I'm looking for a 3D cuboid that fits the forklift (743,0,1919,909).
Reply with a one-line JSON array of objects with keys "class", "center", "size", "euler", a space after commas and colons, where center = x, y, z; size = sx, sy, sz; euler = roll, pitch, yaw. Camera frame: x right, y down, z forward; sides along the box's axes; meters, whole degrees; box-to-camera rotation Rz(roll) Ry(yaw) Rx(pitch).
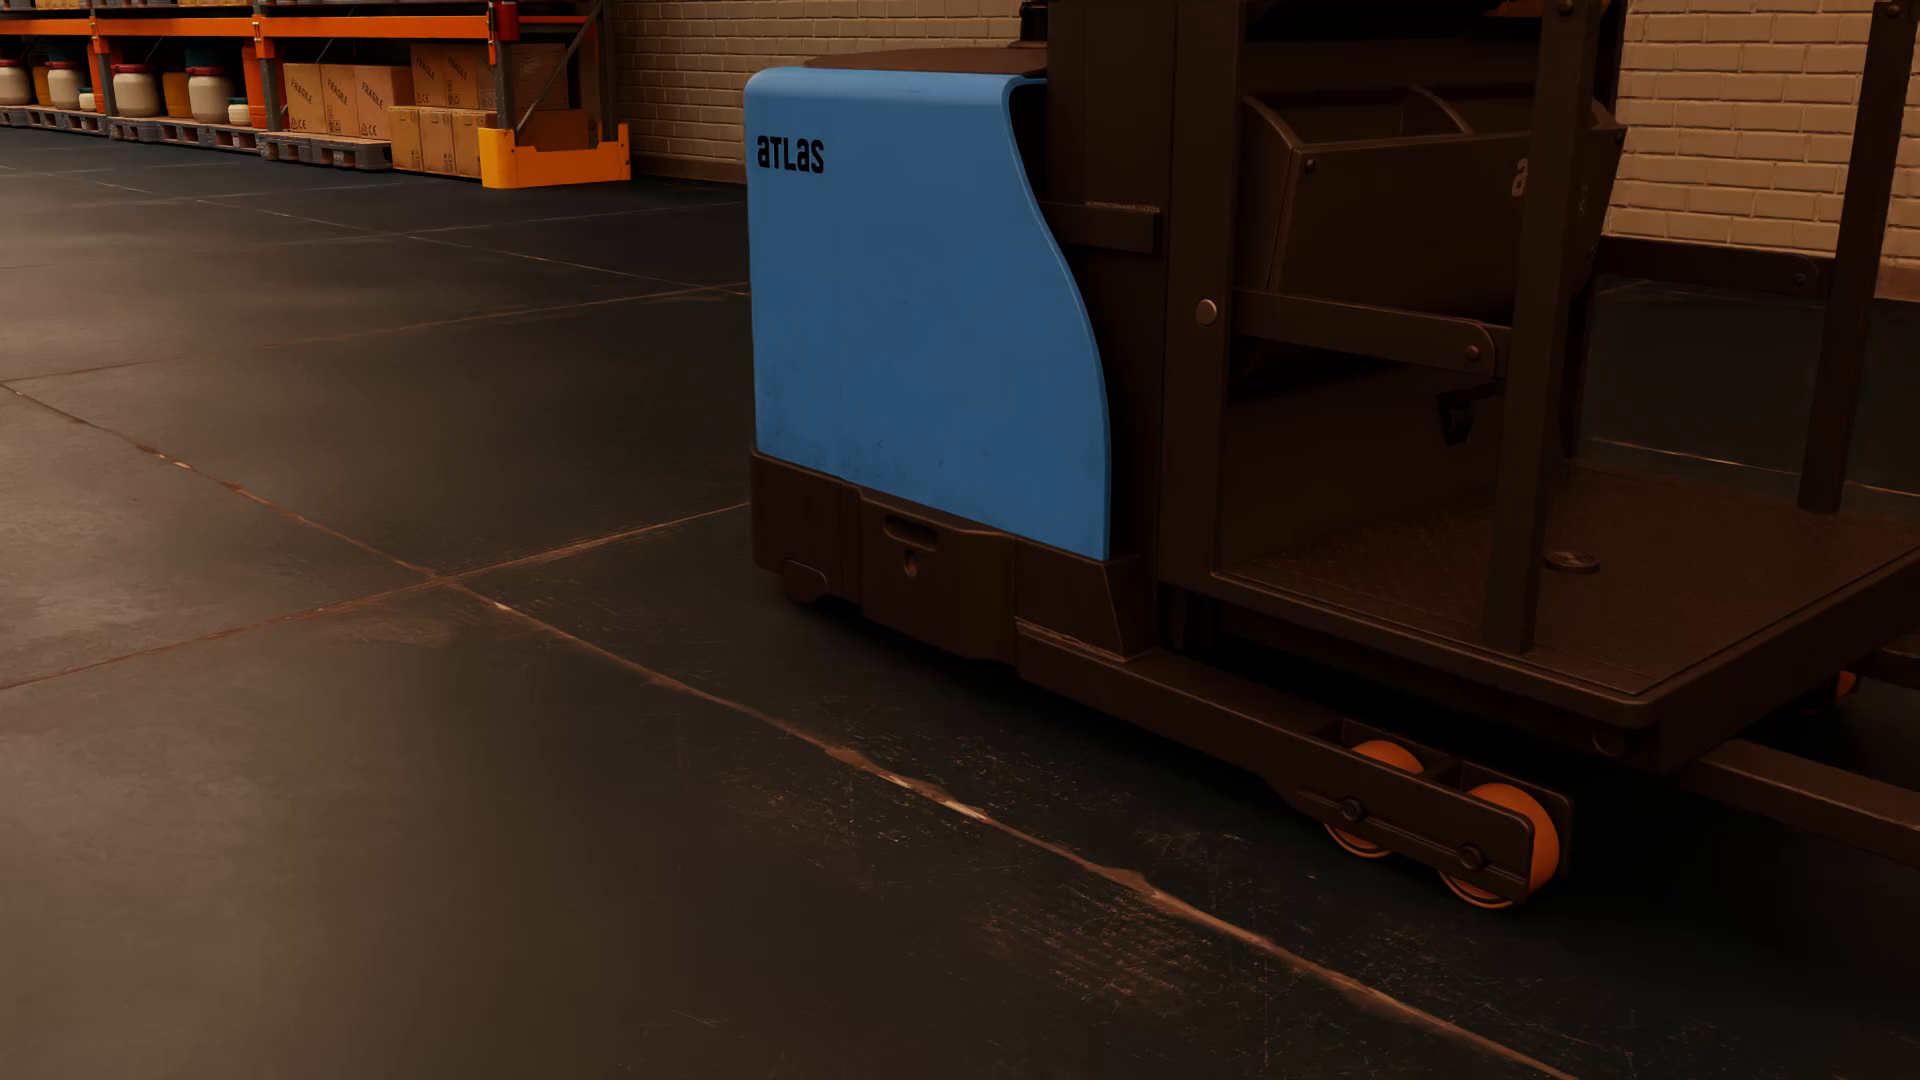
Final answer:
[{"class": "forklift", "center": [0.916, -1.068, 2.383], "size": [1.130, 2.935, 3.031], "euler": [-15, 22, -40]}]
